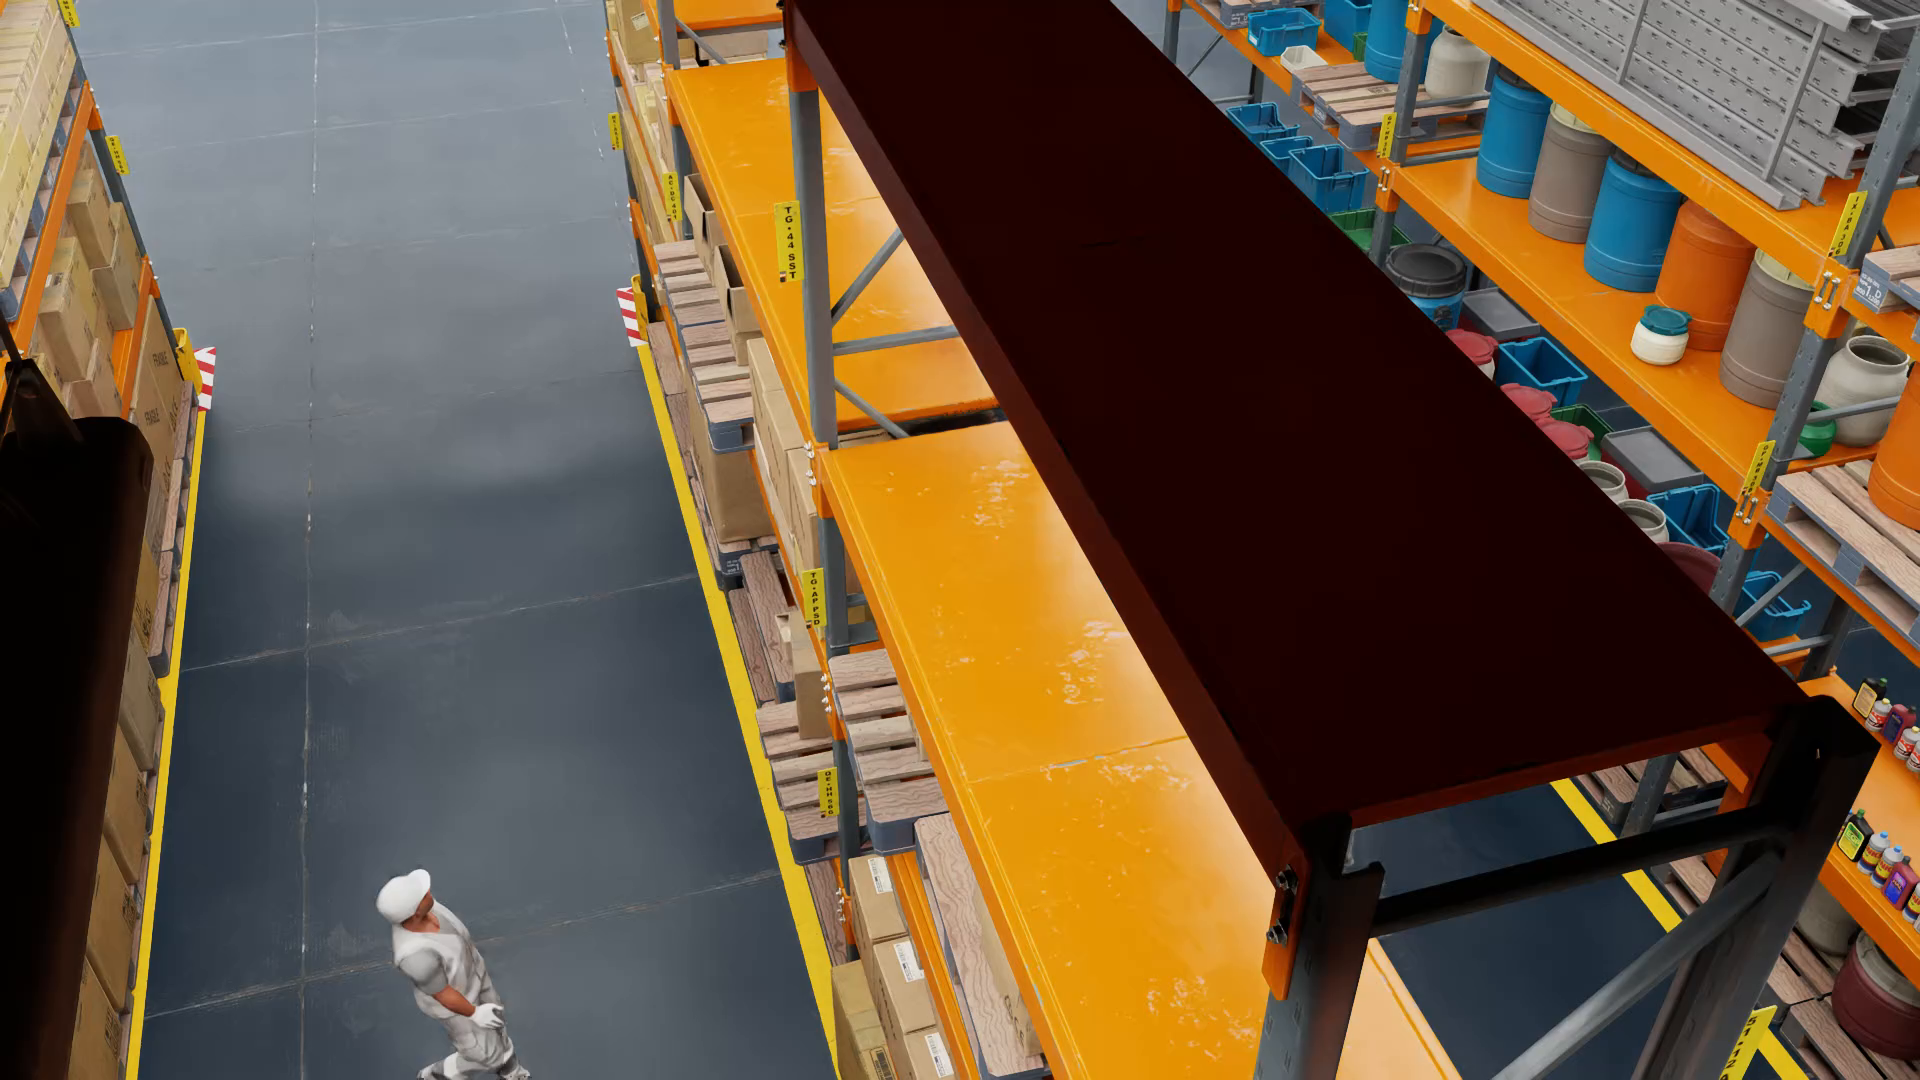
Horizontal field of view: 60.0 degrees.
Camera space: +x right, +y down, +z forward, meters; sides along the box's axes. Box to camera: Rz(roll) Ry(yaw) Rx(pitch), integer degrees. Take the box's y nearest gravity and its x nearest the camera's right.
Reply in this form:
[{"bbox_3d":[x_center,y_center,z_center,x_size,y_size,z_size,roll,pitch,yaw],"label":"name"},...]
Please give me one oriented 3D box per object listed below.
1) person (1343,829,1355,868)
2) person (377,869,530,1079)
[{"bbox_3d":[2.151,1.439,9.506,0.414,1.696,0.590,23,44,27],"label":"person"},{"bbox_3d":[-2.512,2.261,8.404,0.674,1.773,0.584,-1,38,-1],"label":"person"}]
